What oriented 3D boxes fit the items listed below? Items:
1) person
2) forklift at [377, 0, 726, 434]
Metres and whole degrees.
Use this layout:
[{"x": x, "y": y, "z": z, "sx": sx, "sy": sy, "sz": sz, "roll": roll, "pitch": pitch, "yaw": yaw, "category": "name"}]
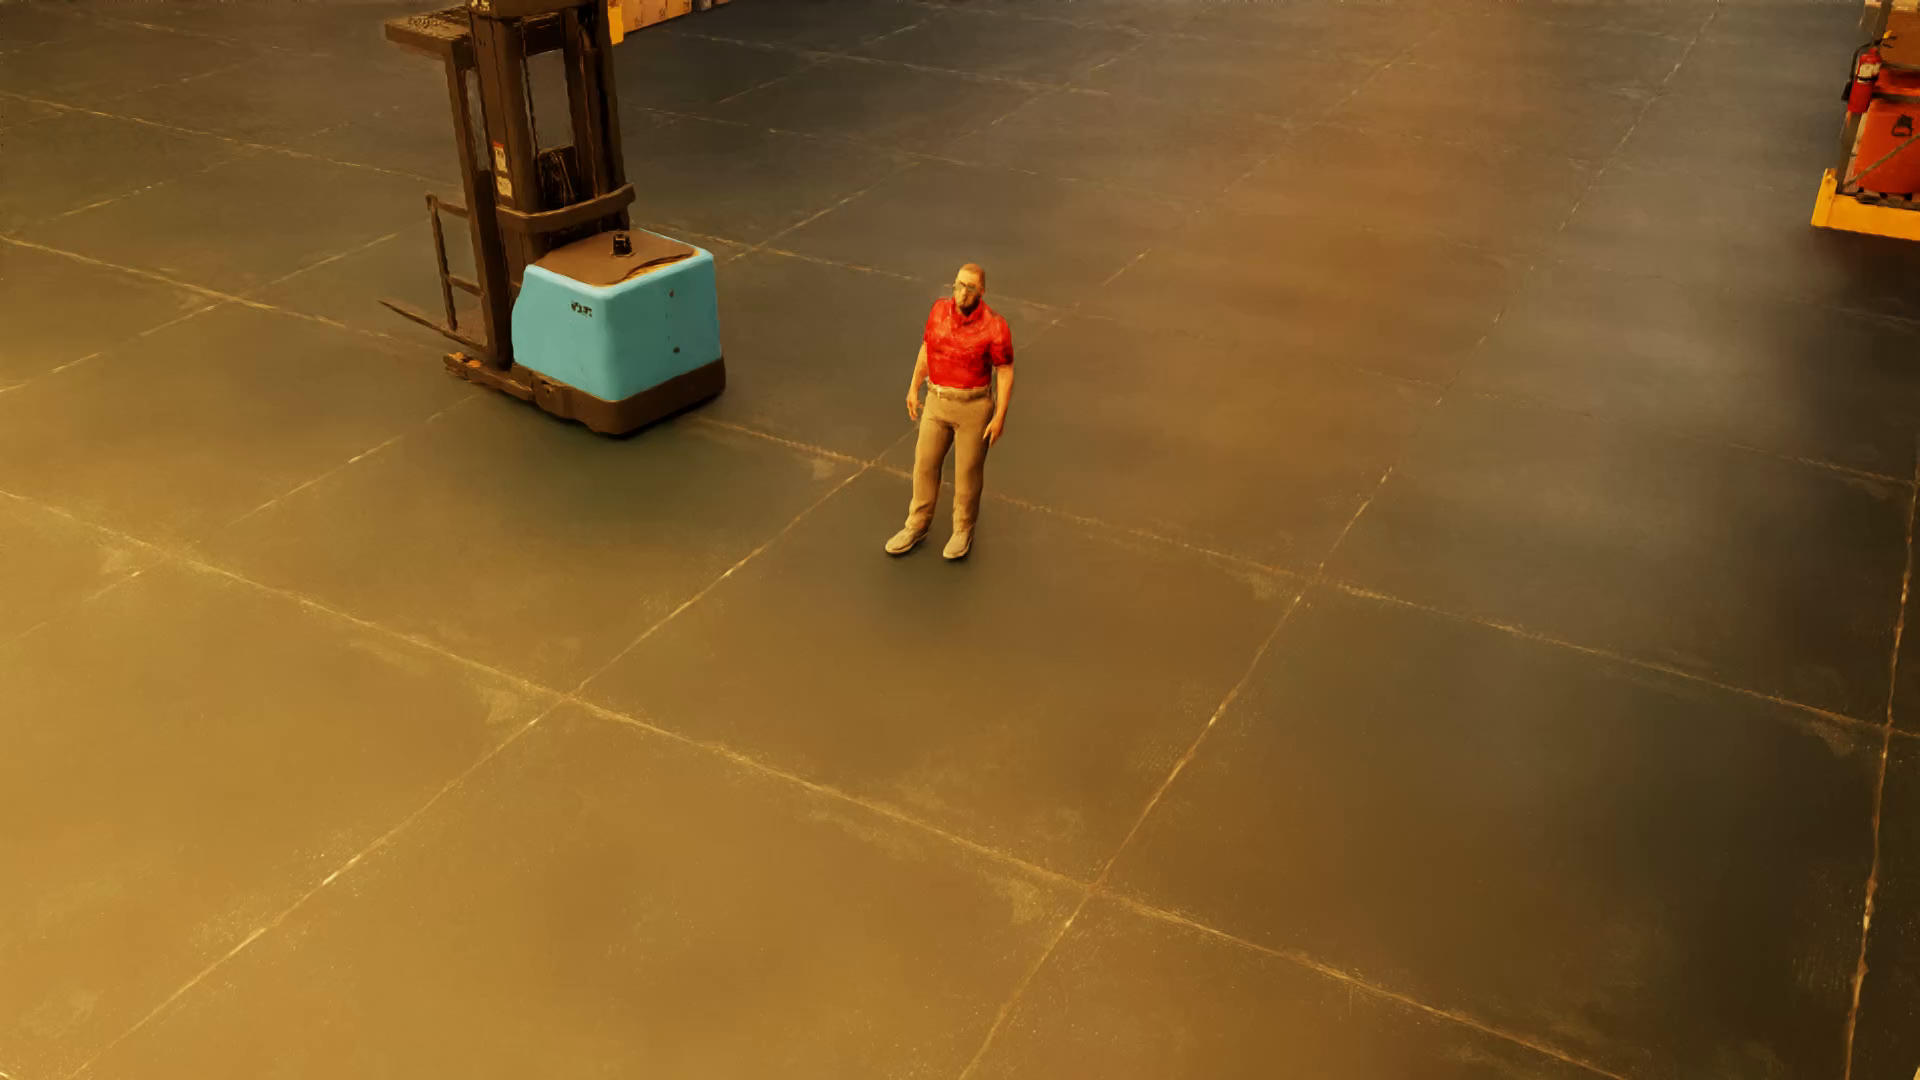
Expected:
[{"x": -0.054, "y": -0.719, "z": 9.504, "sx": 0.640, "sy": 1.726, "sz": 0.550, "roll": 15, "pitch": 33, "yaw": 25, "category": "person"}, {"x": -3.106, "y": -2.578, "z": 11.537, "sx": 3.031, "sy": 2.935, "sz": 1.130, "roll": 23, "pitch": 37, "yaw": 34, "category": "forklift"}]
